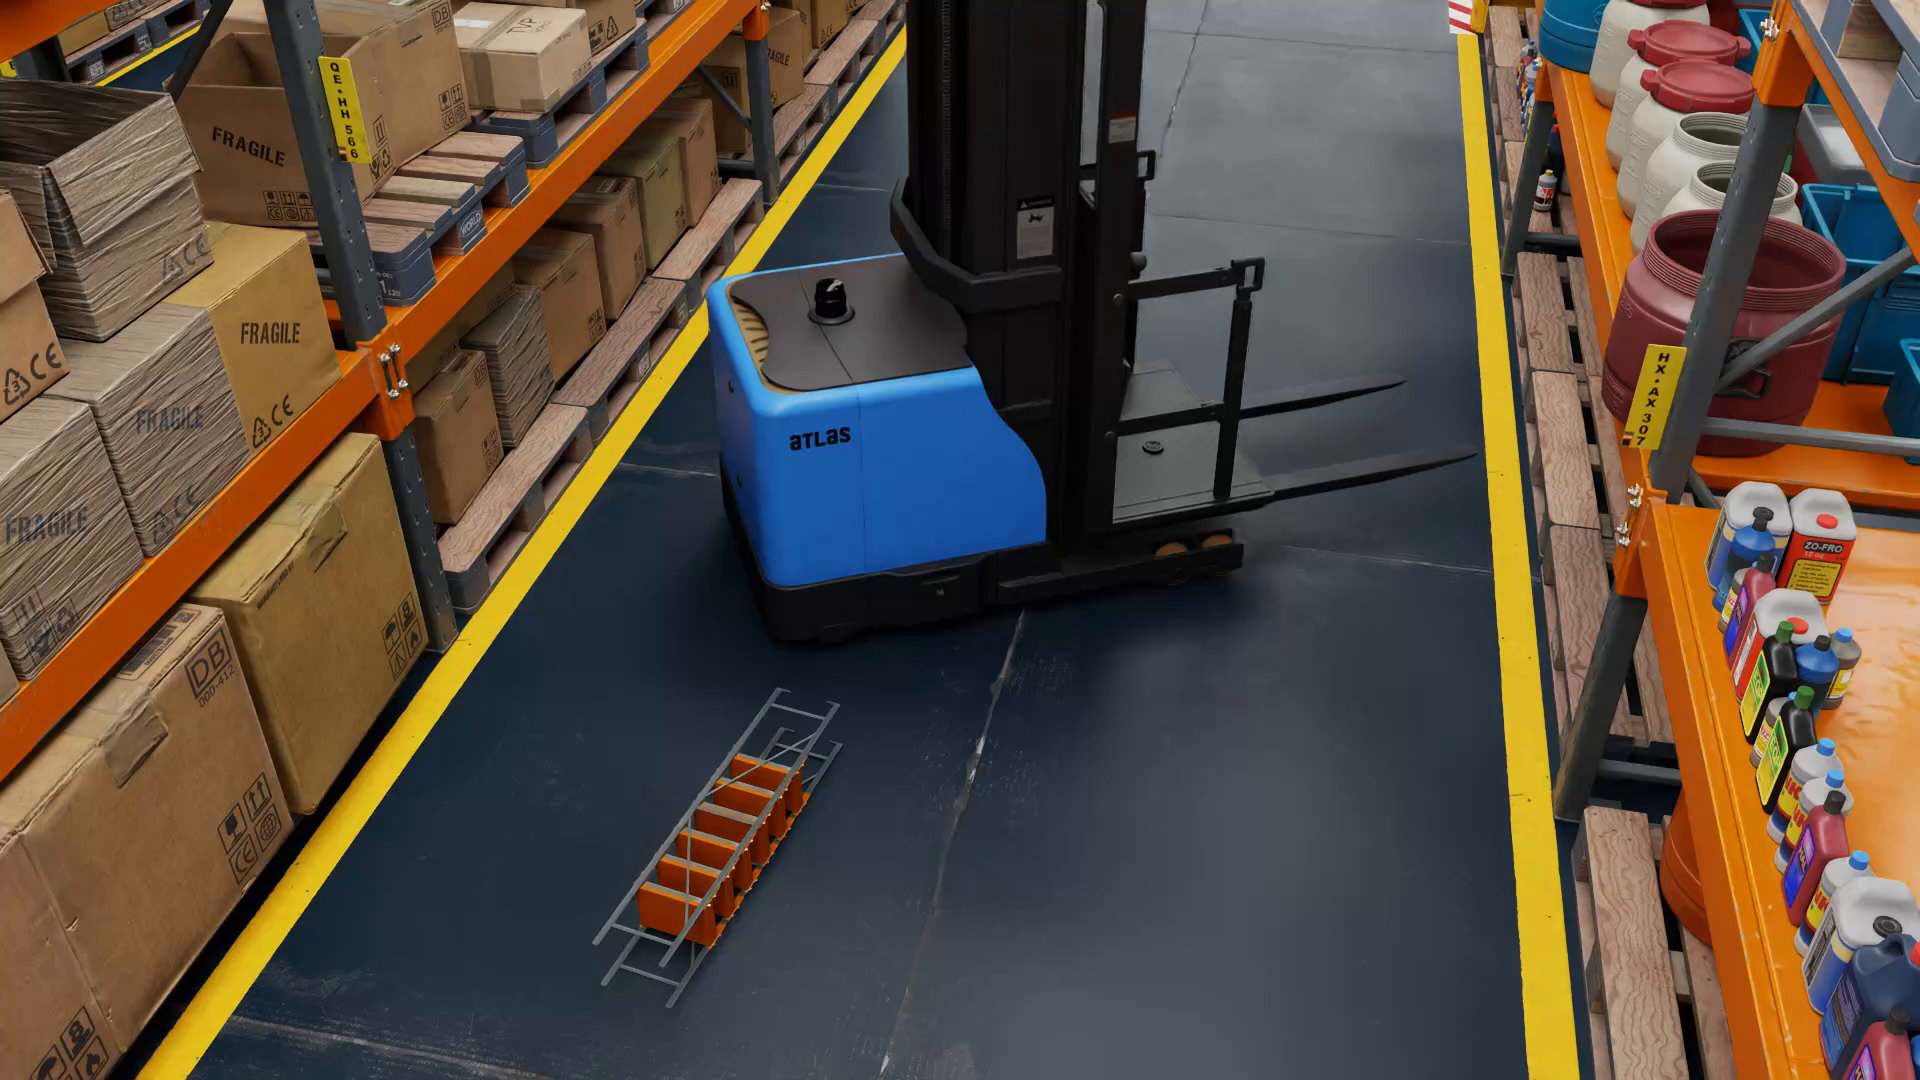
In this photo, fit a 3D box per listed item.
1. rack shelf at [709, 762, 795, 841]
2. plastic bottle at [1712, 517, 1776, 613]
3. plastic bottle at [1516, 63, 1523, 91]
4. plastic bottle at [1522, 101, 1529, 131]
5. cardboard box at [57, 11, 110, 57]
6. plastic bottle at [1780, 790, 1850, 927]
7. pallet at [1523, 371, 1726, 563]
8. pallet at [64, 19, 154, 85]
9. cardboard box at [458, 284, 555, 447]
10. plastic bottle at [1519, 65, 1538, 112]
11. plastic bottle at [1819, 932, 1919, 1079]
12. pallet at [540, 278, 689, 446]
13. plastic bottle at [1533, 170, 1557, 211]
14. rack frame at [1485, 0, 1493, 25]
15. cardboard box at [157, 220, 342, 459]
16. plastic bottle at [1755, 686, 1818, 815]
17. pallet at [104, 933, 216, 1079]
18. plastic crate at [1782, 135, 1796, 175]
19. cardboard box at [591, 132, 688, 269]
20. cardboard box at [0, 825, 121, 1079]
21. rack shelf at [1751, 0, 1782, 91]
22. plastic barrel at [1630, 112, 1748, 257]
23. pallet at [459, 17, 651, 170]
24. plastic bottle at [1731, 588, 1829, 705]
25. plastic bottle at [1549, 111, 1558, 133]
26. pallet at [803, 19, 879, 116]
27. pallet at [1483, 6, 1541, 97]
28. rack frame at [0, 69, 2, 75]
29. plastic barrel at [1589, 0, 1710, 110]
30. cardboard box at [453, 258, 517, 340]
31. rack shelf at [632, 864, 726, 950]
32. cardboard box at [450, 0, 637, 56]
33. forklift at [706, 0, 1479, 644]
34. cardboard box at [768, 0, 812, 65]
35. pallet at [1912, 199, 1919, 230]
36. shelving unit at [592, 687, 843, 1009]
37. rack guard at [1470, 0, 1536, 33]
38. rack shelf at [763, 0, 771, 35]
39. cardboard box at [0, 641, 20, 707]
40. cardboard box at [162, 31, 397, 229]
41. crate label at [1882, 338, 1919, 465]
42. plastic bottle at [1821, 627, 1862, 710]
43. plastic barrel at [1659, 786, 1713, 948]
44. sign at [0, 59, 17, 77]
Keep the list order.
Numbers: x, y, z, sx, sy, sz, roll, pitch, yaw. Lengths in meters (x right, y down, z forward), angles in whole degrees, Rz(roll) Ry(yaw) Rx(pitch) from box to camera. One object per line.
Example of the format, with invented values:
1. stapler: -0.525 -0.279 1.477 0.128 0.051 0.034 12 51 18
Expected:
1. rack shelf: -0.676 0.848 5.411 0.258 0.180 0.103 13 38 17
2. plastic bottle: 1.995 0.061 4.219 0.097 0.271 0.097 0 36 0
3. plastic bottle: 3.450 -2.833 10.113 0.097 0.201 0.097 0 36 0
4. plastic bottle: 3.313 -2.464 9.604 0.097 0.201 0.097 0 36 0
5. cardboard box: -6.150 -3.517 10.499 0.875 0.875 0.875 8 37 11
6. plastic bottle: 1.756 0.650 3.397 0.061 0.283 0.133 7 37 10
7. pallet: 2.921 -0.269 6.941 1.003 0.211 1.213 7 37 10
8. pallet: -6.114 -3.152 10.920 1.003 0.211 1.213 7 37 10
9. cardboard box: -2.154 -0.755 6.990 0.700 0.500 0.500 4 36 6
10. plastic bottle: 3.378 -2.667 9.824 0.097 0.271 0.097 0 36 0
11. plastic bottle: 1.713 0.852 3.060 0.144 0.351 0.185 7 37 10
12. pallet: -1.952 -0.898 7.810 1.003 0.211 1.213 7 37 10
13. plastic bottle: 3.083 -1.847 8.752 0.097 0.201 0.097 0 36 0
14. rack frame: 4.164 -4.848 10.883 1.000 3.000 0.127 7 37 10
15. cardboard box: -2.247 -0.609 4.949 0.500 0.500 0.500 8 37 11
16. plastic bottle: 1.826 0.462 3.656 0.061 0.283 0.133 7 37 10
17. pallet: -2.888 1.386 4.657 1.003 0.211 1.213 7 37 10
18. plastic crate: 3.213 -1.435 6.355 0.450 0.188 0.662 7 37 10
19. cardboard box: -1.802 -1.721 8.324 0.700 0.500 0.500 7 37 10
20. cardboard box: -2.931 1.219 3.964 1.225 0.875 0.875 6 36 8
21. rack shelf: 2.882 -2.331 5.468 1.077 0.370 4.000 7 37 10
22. plastic barrel: 2.556 -1.165 5.706 0.421 0.512 0.421 0 36 0
23. pallet: -2.001 -1.945 7.041 1.003 0.211 1.213 7 37 10
24. plastic bottle: 1.948 0.261 3.939 0.152 0.276 0.135 7 37 10
25. plastic bottle: 3.207 -2.176 9.078 0.144 0.351 0.185 6 36 8
26. pallet: -1.162 -3.138 10.899 1.003 0.211 1.213 7 37 10
27. pallet: 4.015 -3.204 10.991 1.003 0.211 1.213 7 37 10
28. rack frame: -6.353 -3.855 9.513 1.000 3.000 0.127 7 37 10
29. plastic barrel: 2.891 -2.089 6.960 0.433 0.535 0.433 0 36 0
30. cardboard box: -2.166 -1.045 6.752 0.500 0.250 0.500 11 37 15
31. rack shelf: -0.852 1.113 5.051 0.258 0.180 0.103 13 38 17
32. cardboard box: -1.809 -2.382 7.035 0.797 0.503 0.637 11 37 15
33. forklift: 0.603 -1.295 6.039 3.031 2.935 1.130 -10 37 -14
34. cardboard box: -1.234 -3.253 10.454 0.500 0.500 0.500 4 36 6
35. pallet: 1.912 -0.219 2.101 1.003 0.211 1.213 7 37 10
36. shelving unit: -0.736 0.939 5.287 0.258 0.189 1.200 13 38 17
37. rack guard: 4.194 -3.786 11.548 1.175 0.500 0.348 7 37 10
38. rack shelf: -1.102 -4.031 10.369 1.077 0.370 4.000 7 37 10
39. cardboard box: -2.576 0.266 3.742 0.500 0.500 0.500 8 37 11
40. cardboard box: -2.307 -1.408 5.693 0.500 0.500 0.500 3 36 4
41. crate label: 2.911 -0.388 4.872 0.303 0.233 0.416 7 37 10
42. plastic bottle: 2.074 0.297 3.954 0.097 0.201 0.097 0 36 0
43. plastic barrel: 2.367 0.730 4.679 0.600 0.830 0.708 7 37 10
44. sign: -2.916 -1.382 5.181 0.100 0.325 0.005 7 37 10
